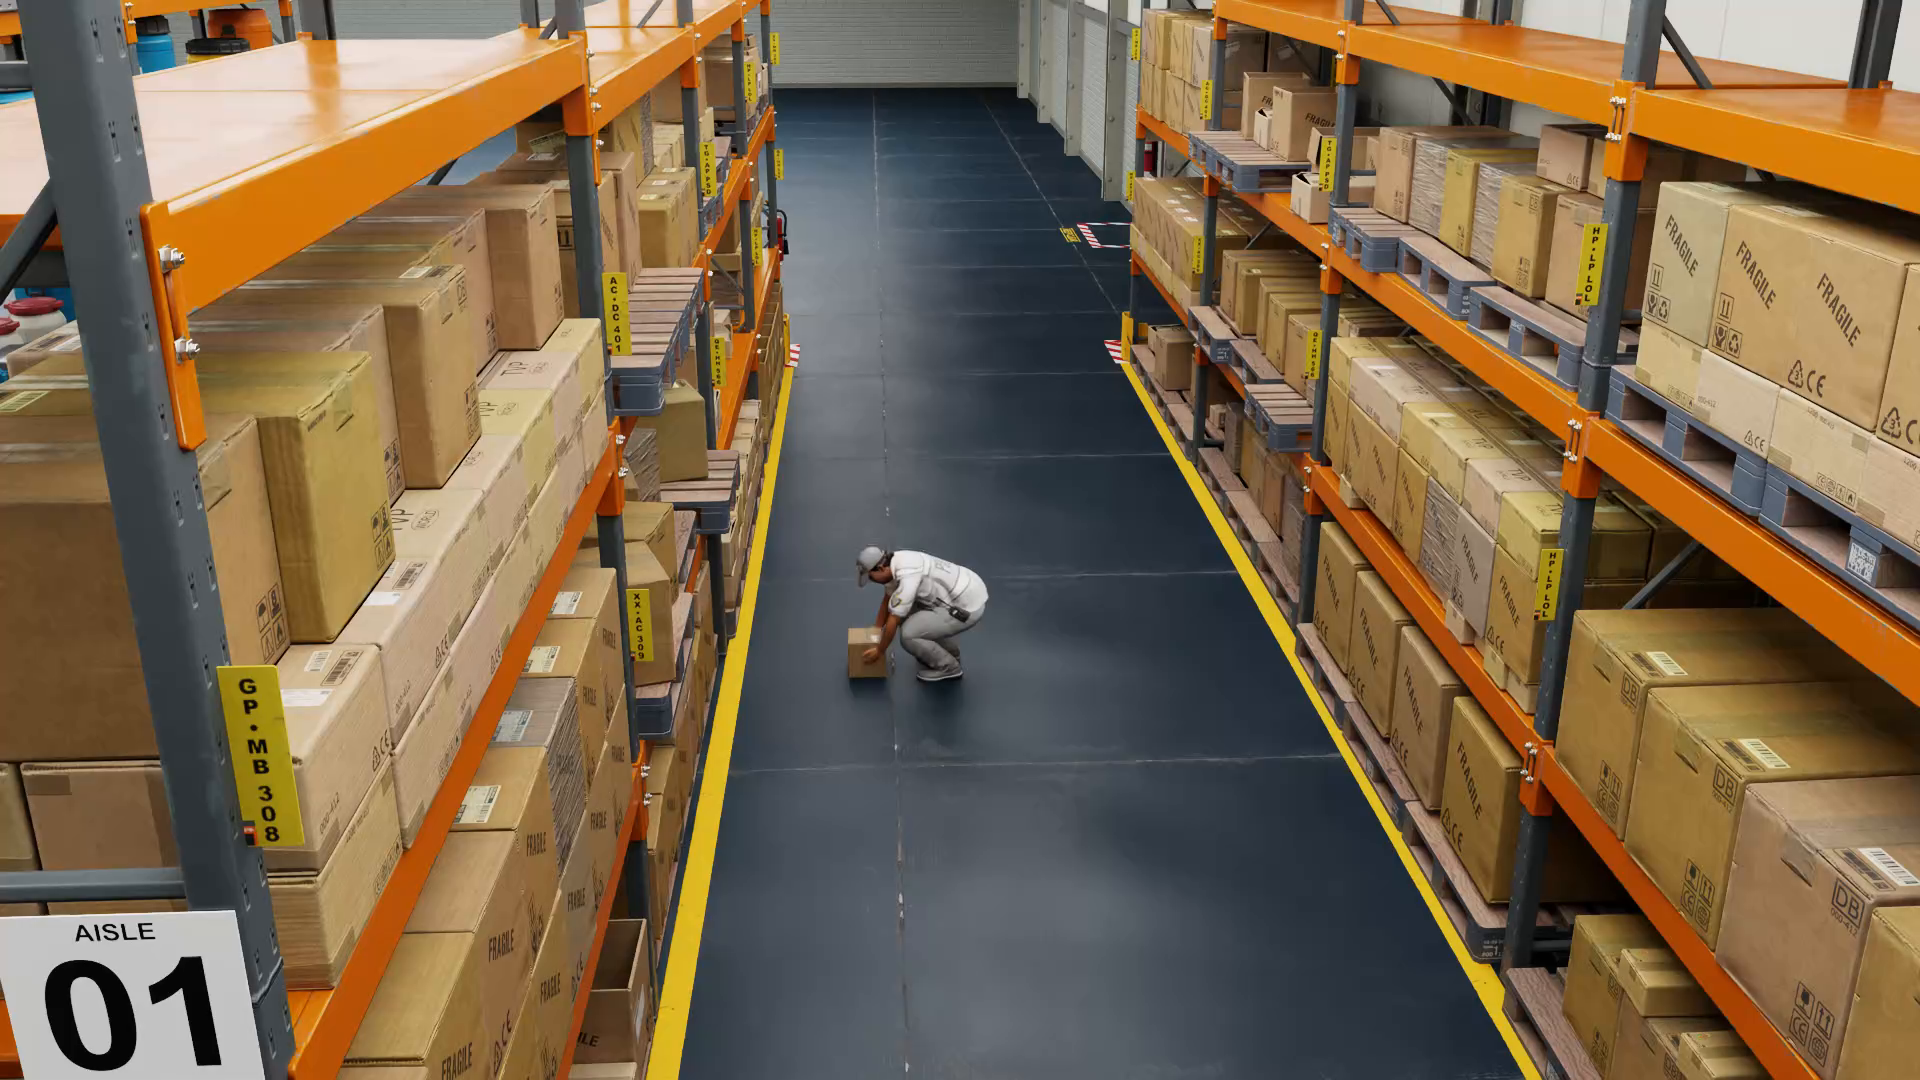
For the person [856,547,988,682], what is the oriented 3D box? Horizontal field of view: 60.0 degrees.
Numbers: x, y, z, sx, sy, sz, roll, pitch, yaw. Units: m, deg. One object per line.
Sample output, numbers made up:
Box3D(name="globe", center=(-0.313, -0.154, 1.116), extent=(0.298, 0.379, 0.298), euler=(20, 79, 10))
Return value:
Box3D(name="person", center=(-0.247, 0.451, 10.962), extent=(0.858, 0.907, 0.523), euler=(-1, 21, -3))
